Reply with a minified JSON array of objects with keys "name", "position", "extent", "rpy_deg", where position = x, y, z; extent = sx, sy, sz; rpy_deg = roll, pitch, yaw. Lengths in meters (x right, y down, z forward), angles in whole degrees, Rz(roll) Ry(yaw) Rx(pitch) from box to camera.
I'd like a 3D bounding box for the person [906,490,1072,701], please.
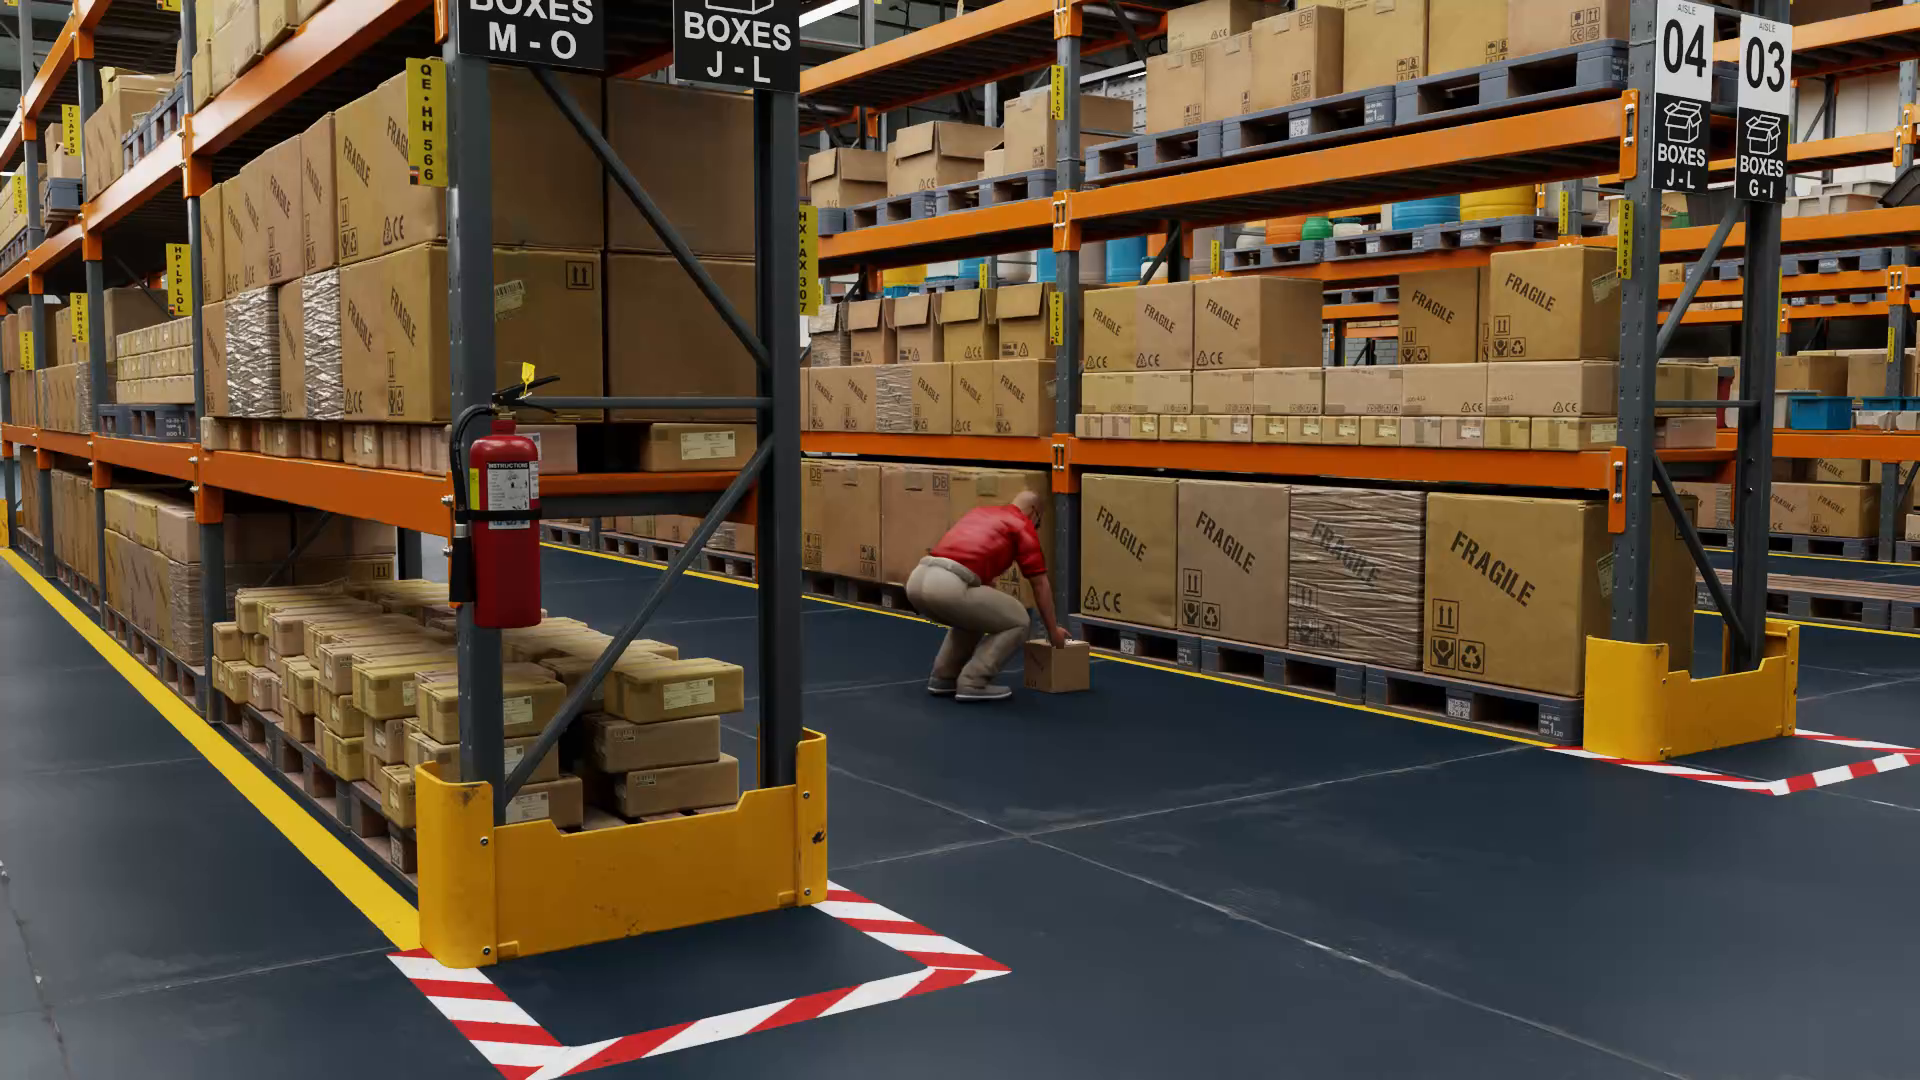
[{"name":"person","position":[0.116,0.283,8.666],"extent":[0.855,1.049,0.568],"rpy_deg":[-3,6,-34]}]
